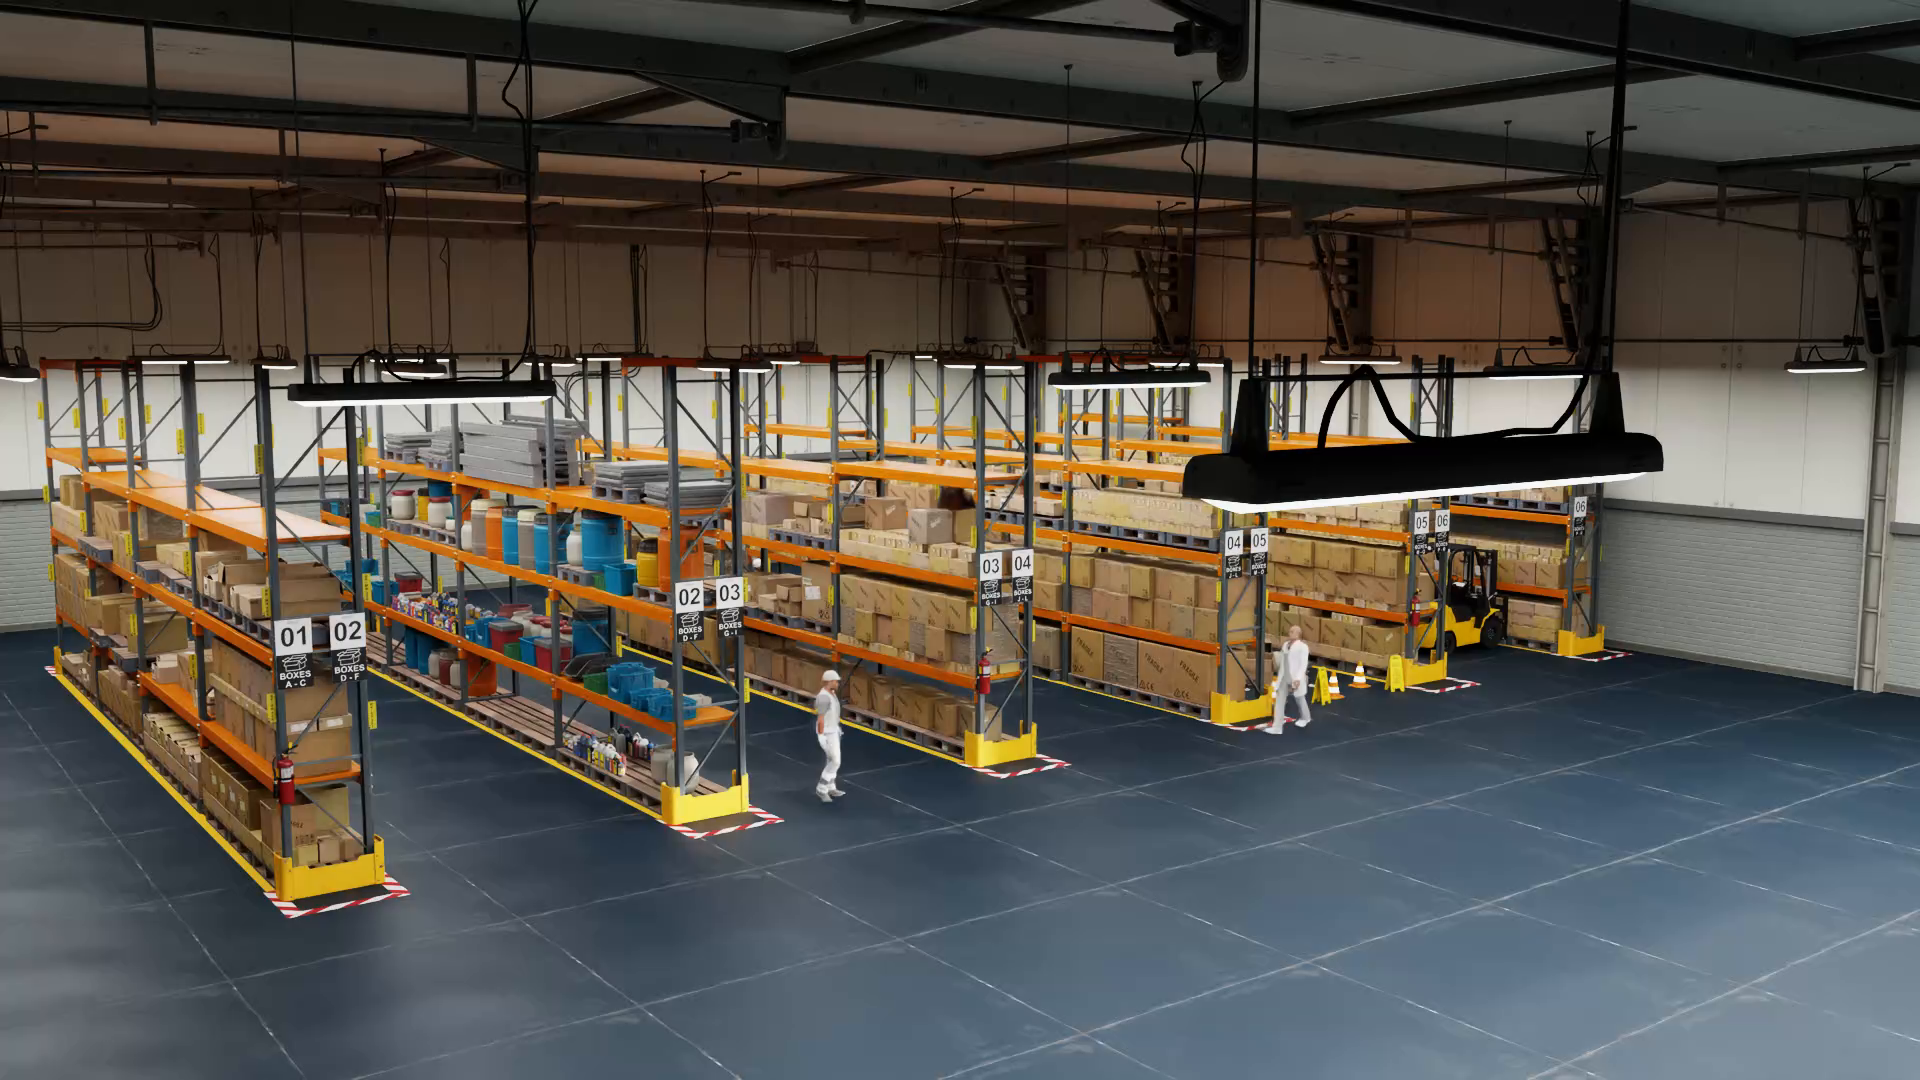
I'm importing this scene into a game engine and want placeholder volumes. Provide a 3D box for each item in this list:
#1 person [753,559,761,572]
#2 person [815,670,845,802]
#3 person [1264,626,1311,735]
[{"bbox_3d":[-4.226,1.267,34.905,0.453,1.777,0.590,-1,7,-11],"label":"person"},{"bbox_3d":[-1.799,2.702,23.108,0.402,1.805,0.636,0,7,4],"label":"person"},{"bbox_3d":[5.356,2.252,26.852,0.546,1.731,1.119,4,8,30],"label":"person"}]
